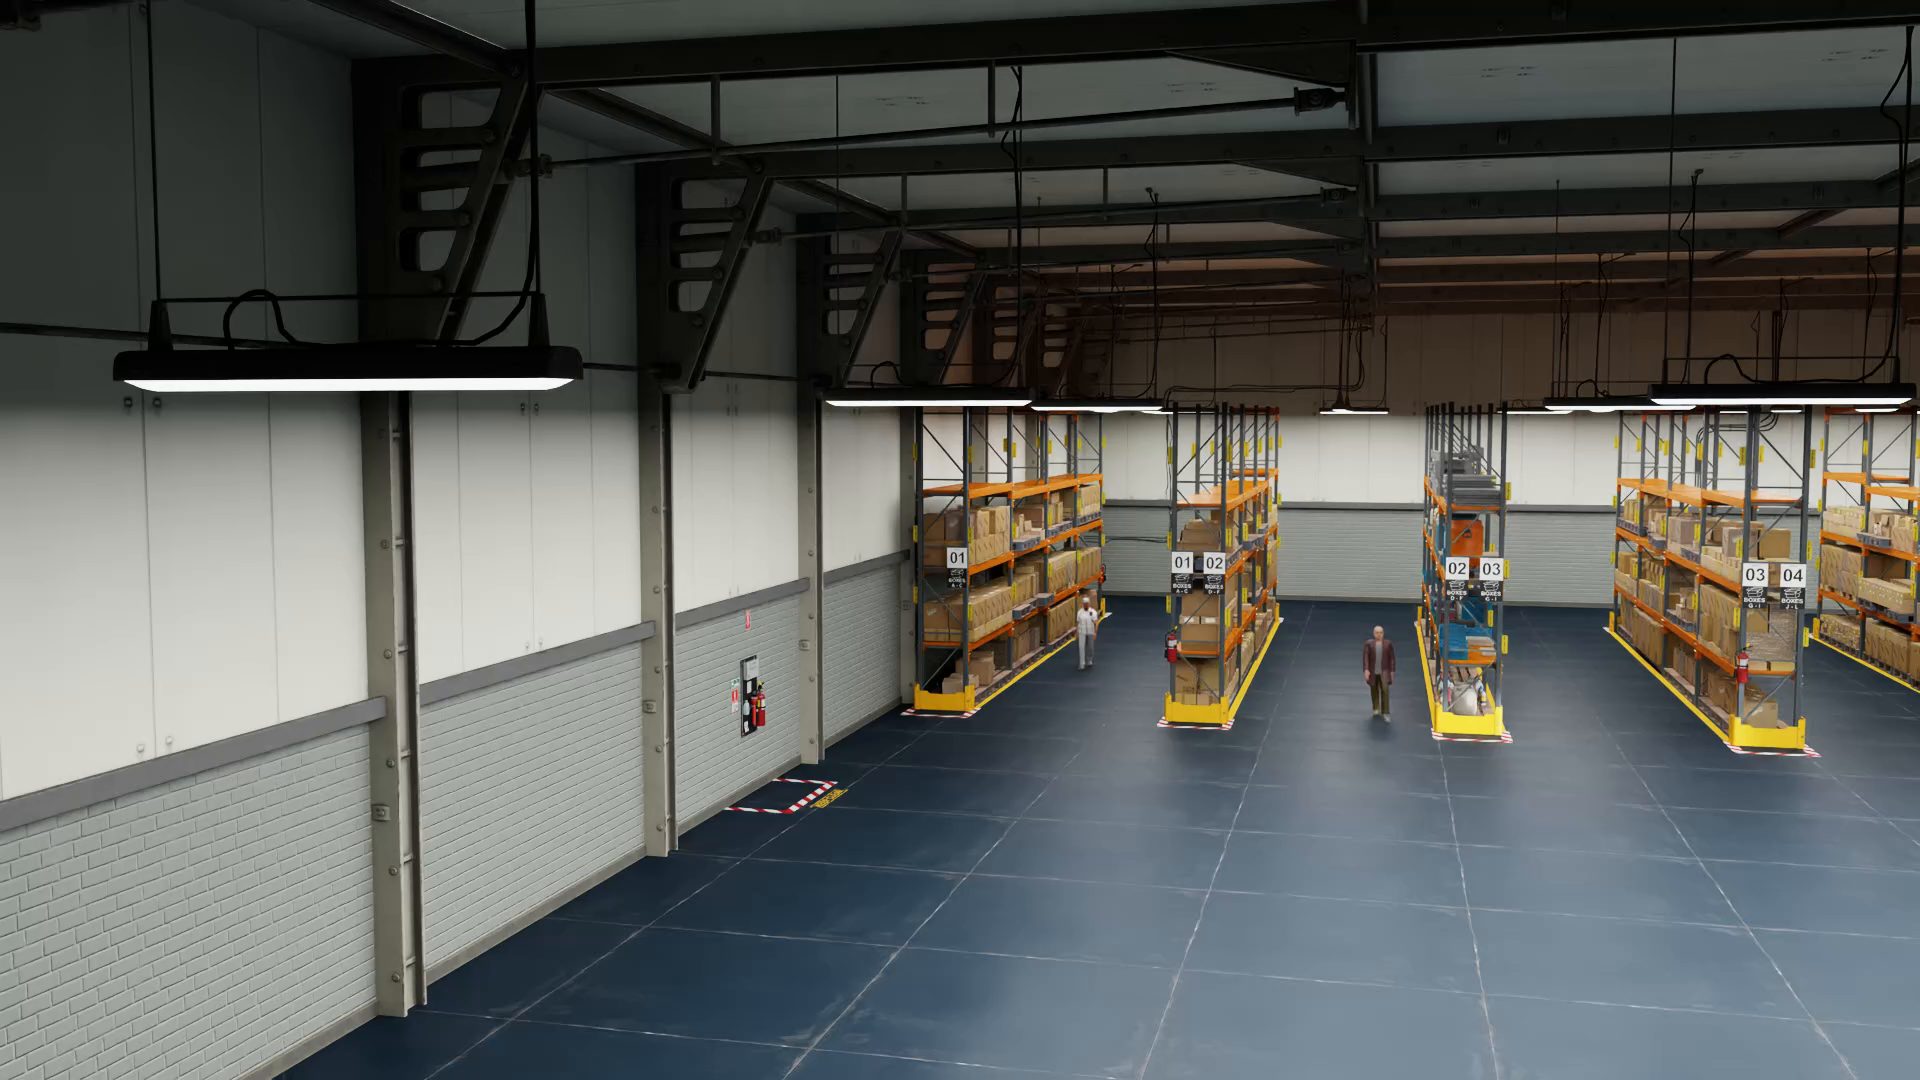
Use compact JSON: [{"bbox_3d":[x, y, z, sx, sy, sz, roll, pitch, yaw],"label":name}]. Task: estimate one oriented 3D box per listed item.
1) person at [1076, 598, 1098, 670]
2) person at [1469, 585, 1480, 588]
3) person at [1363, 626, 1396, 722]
[{"bbox_3d":[2.893,2.114,37.790,0.489,1.595,1.057,0,4,0],"label":"person"},{"bbox_3d":[14.965,1.345,48.046,0.751,1.682,0.661,2,5,21],"label":"person"},{"bbox_3d":[7.911,2.546,31.444,0.597,1.652,0.988,2,4,20],"label":"person"}]
